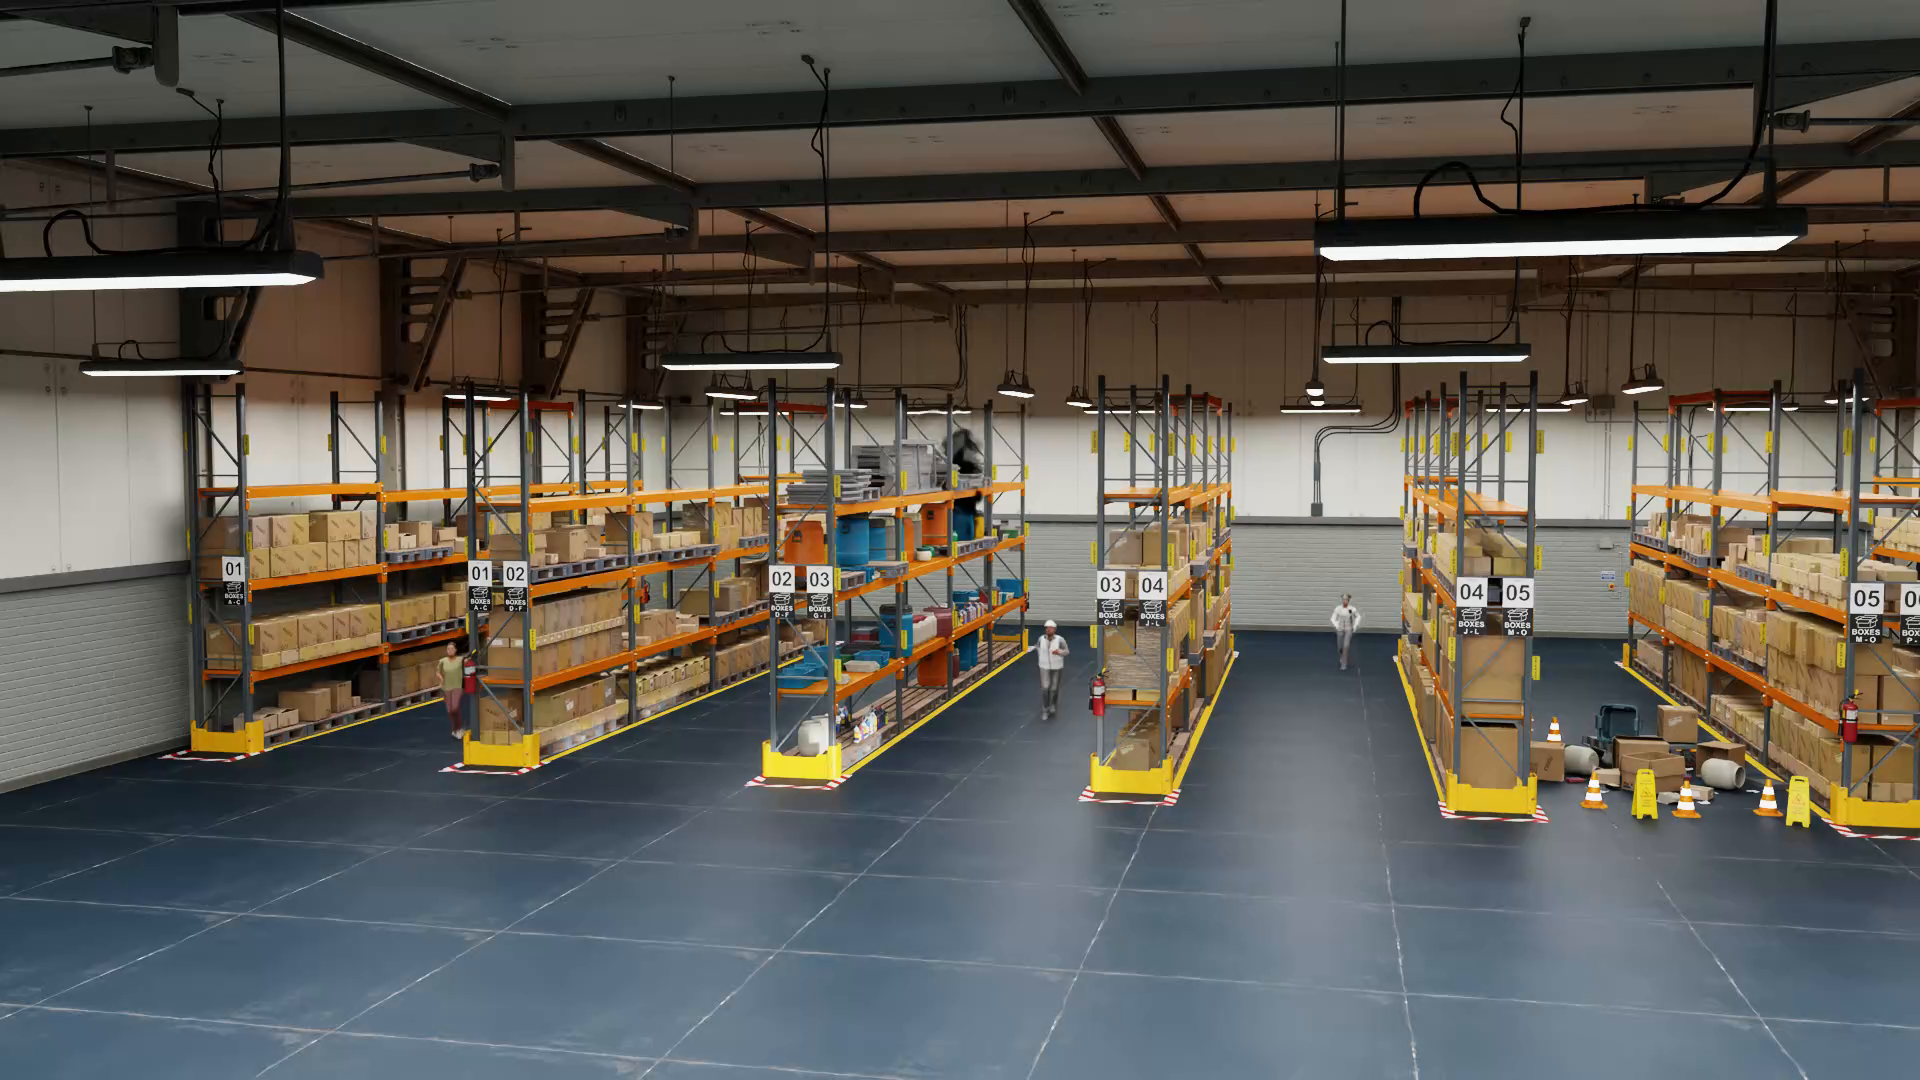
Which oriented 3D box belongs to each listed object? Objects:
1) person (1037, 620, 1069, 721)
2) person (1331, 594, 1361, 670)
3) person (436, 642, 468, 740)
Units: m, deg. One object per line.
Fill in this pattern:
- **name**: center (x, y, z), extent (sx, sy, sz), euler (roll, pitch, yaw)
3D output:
- **person**: center (1.700, 2.379, 30.534), extent (0.630, 1.837, 0.789), euler (0, 3, 8)
- **person**: center (8.662, 2.038, 37.331), extent (0.643, 1.694, 0.729), euler (1, 4, 21)
- **person**: center (-8.621, 2.605, 28.268), extent (0.547, 1.559, 0.672), euler (0, 3, 0)
